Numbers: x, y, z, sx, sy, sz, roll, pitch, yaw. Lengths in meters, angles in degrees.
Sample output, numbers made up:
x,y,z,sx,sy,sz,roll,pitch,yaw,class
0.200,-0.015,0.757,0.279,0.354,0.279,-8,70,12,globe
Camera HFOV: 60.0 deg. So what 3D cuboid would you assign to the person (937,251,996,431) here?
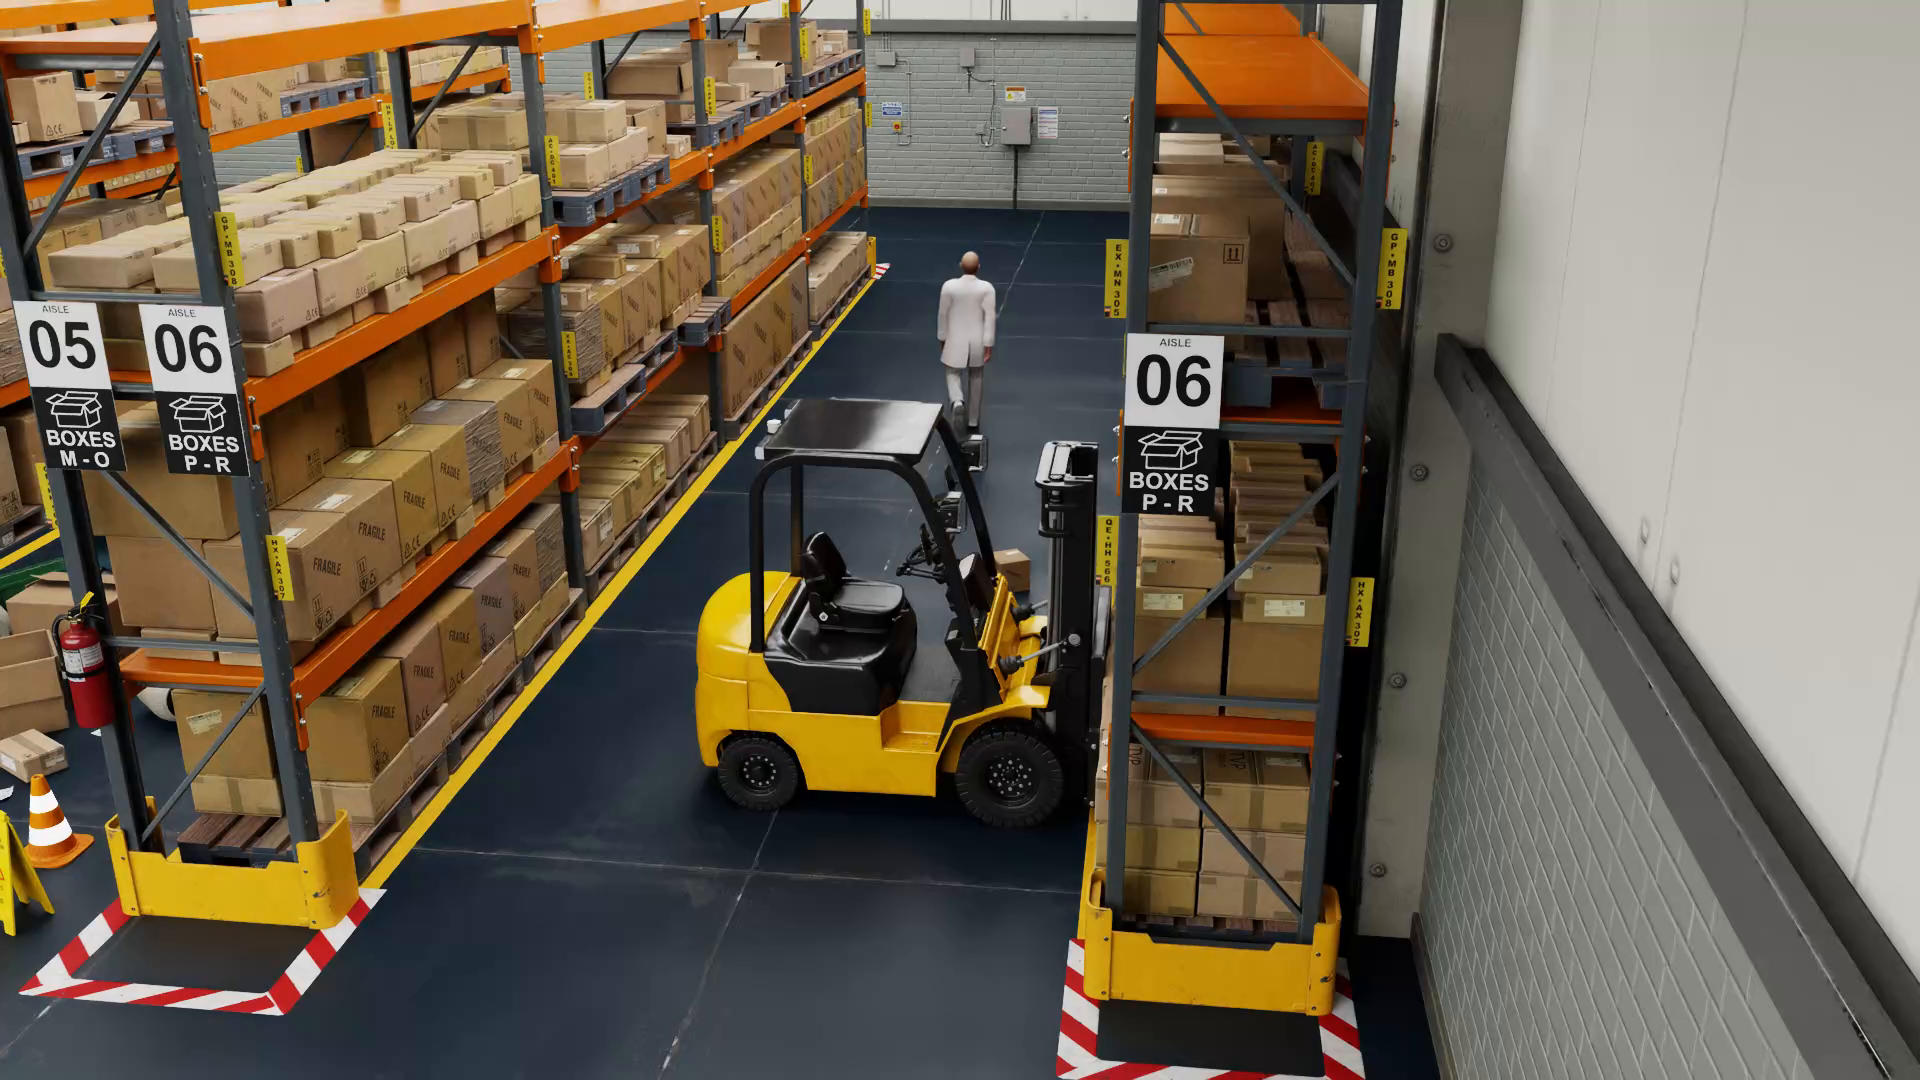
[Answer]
x,y,z,sx,sy,sz,roll,pitch,yaw,class
0.064,-1.921,16.108,0.568,1.753,0.832,-1,21,-1,person
